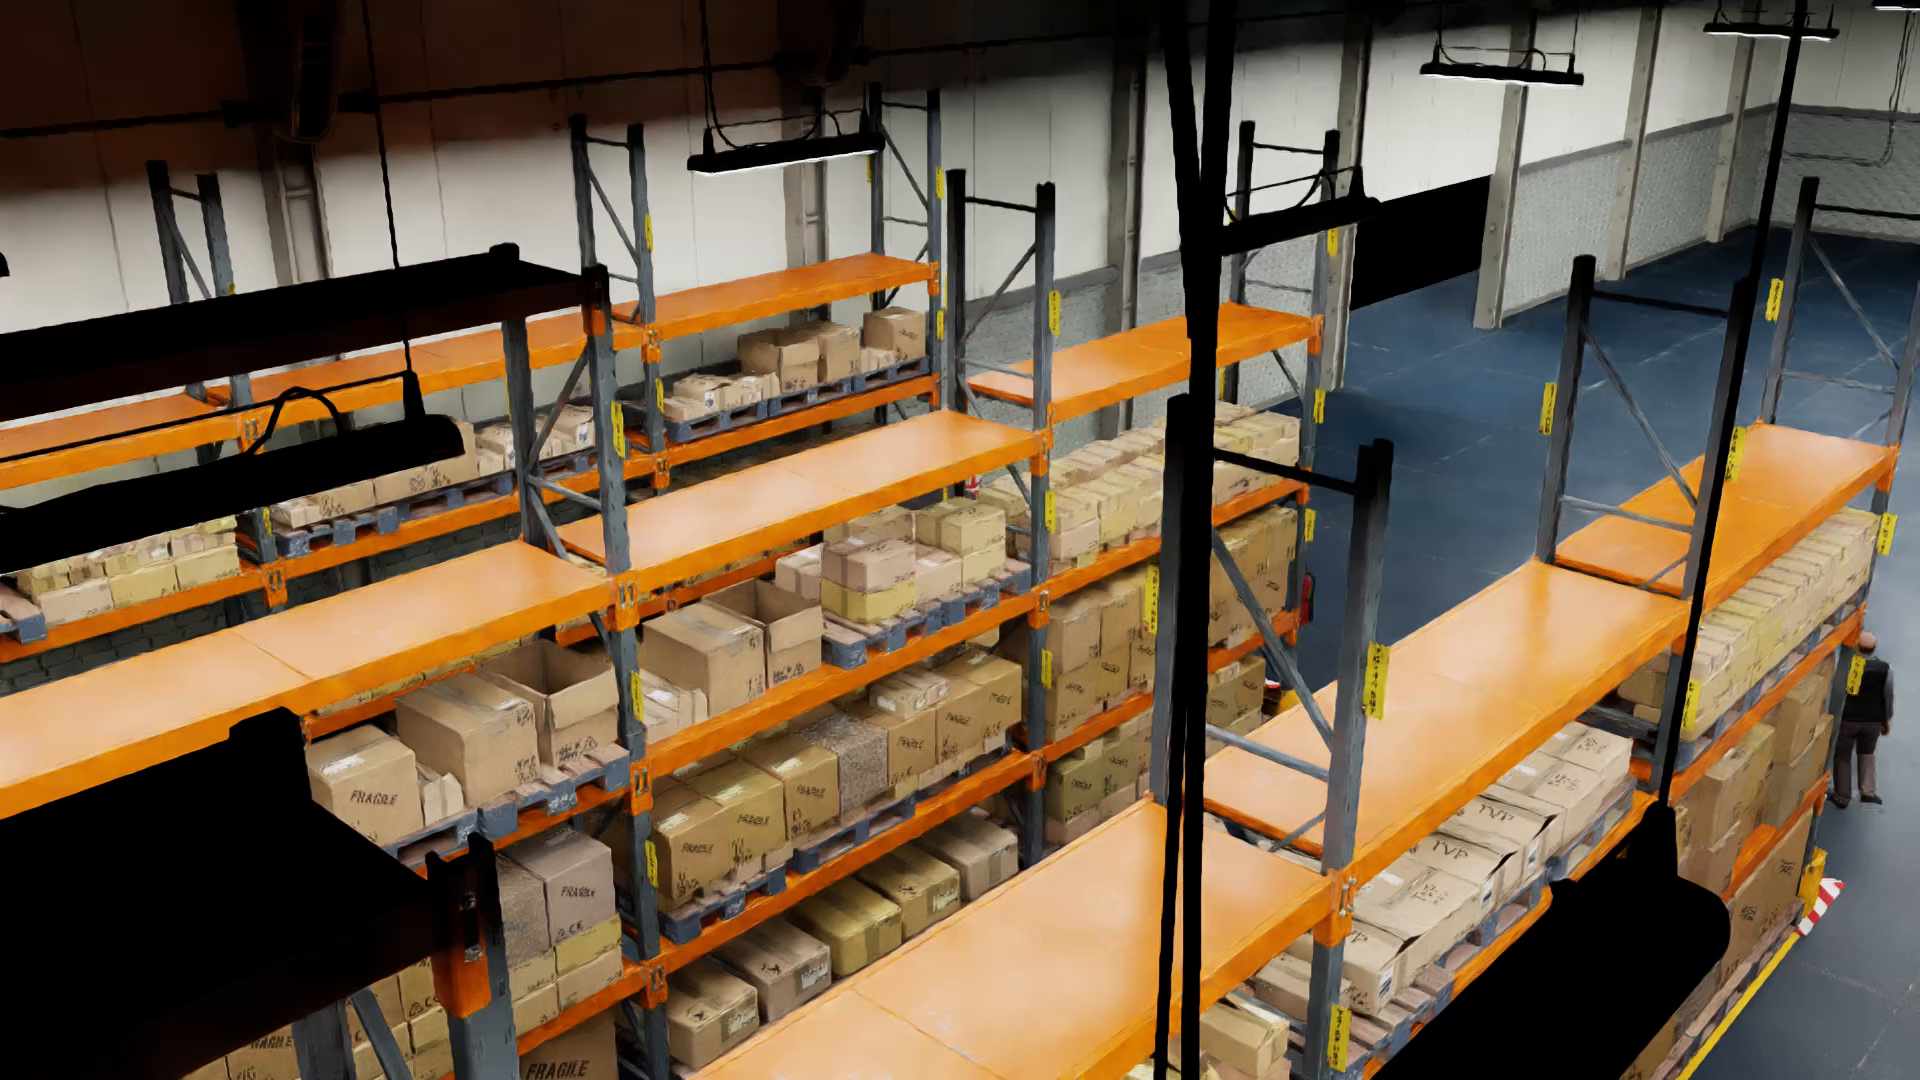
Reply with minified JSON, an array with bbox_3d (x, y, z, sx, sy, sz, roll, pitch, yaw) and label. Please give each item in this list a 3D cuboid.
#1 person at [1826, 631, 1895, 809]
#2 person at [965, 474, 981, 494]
[{"bbox_3d":[8.283,1.689,15.310,0.591,1.716,0.519,2,21,6],"label":"person"},{"bbox_3d":[0.044,-0.585,21.039,0.463,1.780,0.697,5,22,13],"label":"person"}]
